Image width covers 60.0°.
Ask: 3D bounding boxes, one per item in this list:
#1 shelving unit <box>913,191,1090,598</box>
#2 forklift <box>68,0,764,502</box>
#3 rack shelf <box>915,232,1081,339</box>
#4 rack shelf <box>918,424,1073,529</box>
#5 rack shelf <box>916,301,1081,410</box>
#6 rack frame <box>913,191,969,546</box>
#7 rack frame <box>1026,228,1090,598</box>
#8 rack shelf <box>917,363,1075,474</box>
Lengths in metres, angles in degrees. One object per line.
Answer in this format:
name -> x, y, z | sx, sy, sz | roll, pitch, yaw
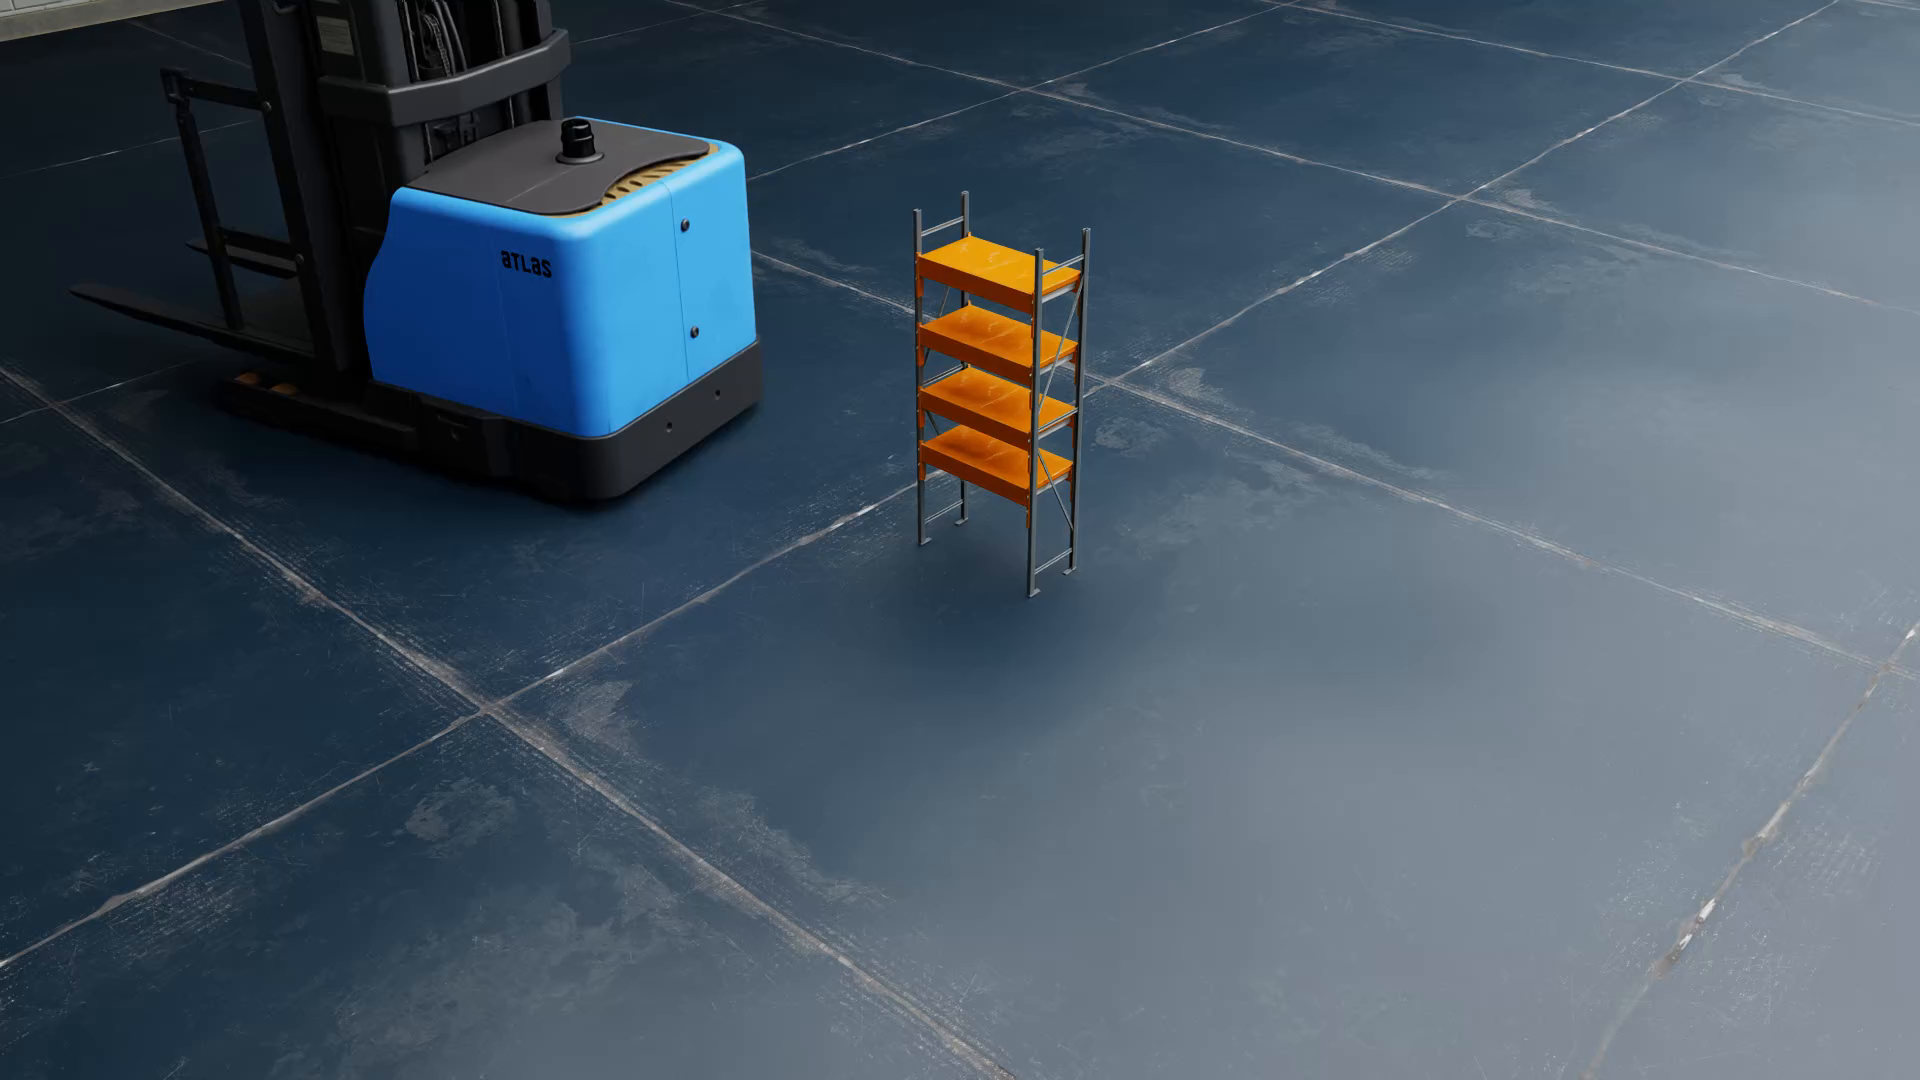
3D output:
shelving unit -> 0.123, -0.457, 5.345 | 0.503, 1.200, 0.258 | 25, 39, 35
forklift -> -2.320, -1.922, 6.101 | 3.031, 2.935, 1.130 | 15, 34, 24
rack shelf -> 0.123, -0.793, 5.143 | 0.480, 0.148, 0.258 | 25, 39, 35
rack shelf -> 0.123, -0.229, 5.482 | 0.480, 0.148, 0.258 | 25, 39, 35
rack shelf -> 0.123, -0.591, 5.265 | 0.480, 0.148, 0.258 | 25, 39, 35
rack frame -> -0.058, -0.541, 5.486 | 0.015, 1.200, 0.240 | 25, 39, 35
rack frame -> 0.304, -0.372, 5.205 | 0.015, 1.200, 0.240 | 25, 39, 35
rack shelf -> 0.123, -0.399, 5.380 | 0.480, 0.148, 0.258 | 25, 39, 35
